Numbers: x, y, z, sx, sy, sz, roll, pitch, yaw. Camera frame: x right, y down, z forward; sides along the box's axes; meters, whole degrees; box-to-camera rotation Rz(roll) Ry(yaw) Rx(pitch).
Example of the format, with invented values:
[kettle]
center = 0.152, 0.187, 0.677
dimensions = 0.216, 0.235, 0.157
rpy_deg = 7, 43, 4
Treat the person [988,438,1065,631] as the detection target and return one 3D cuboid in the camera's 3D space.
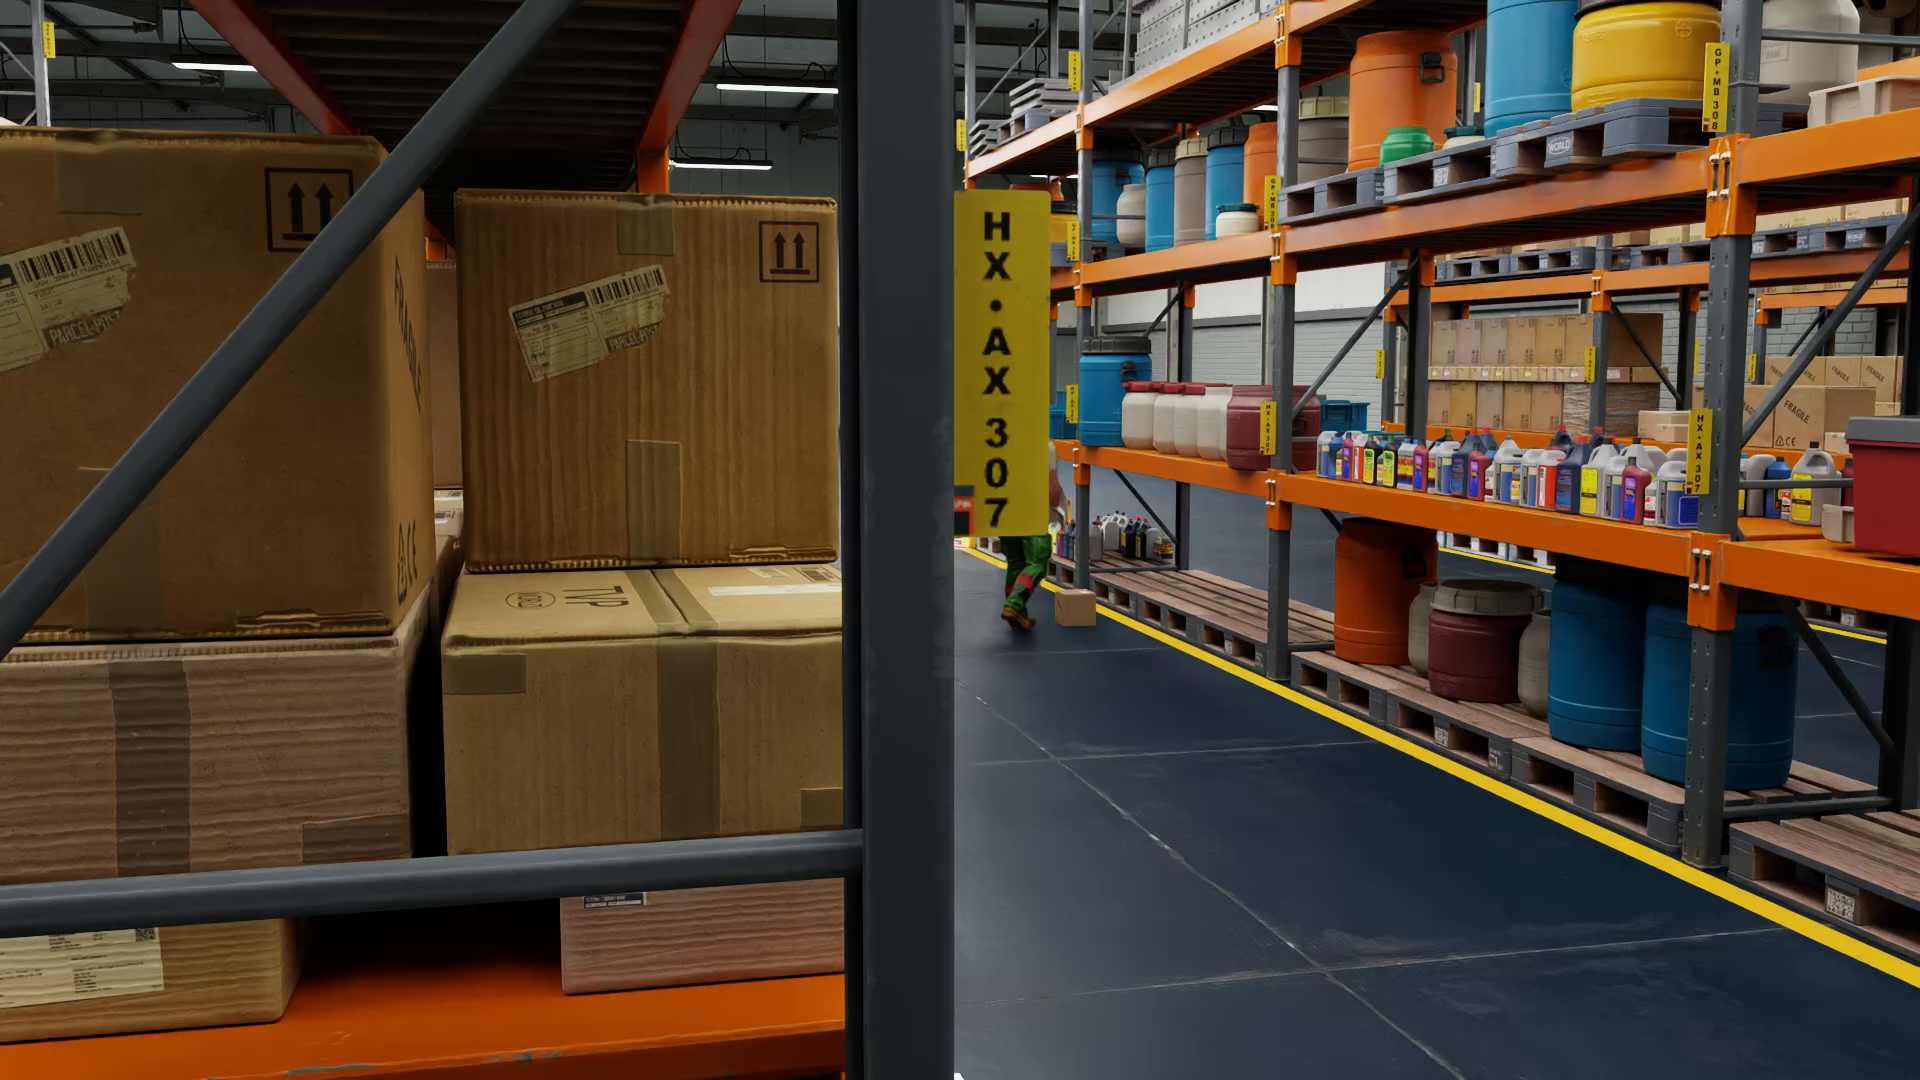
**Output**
[person]
center = 0.437, -0.188, 12.023
dimensions = 0.547, 1.764, 0.912
rpy_deg = 3, 7, 26
